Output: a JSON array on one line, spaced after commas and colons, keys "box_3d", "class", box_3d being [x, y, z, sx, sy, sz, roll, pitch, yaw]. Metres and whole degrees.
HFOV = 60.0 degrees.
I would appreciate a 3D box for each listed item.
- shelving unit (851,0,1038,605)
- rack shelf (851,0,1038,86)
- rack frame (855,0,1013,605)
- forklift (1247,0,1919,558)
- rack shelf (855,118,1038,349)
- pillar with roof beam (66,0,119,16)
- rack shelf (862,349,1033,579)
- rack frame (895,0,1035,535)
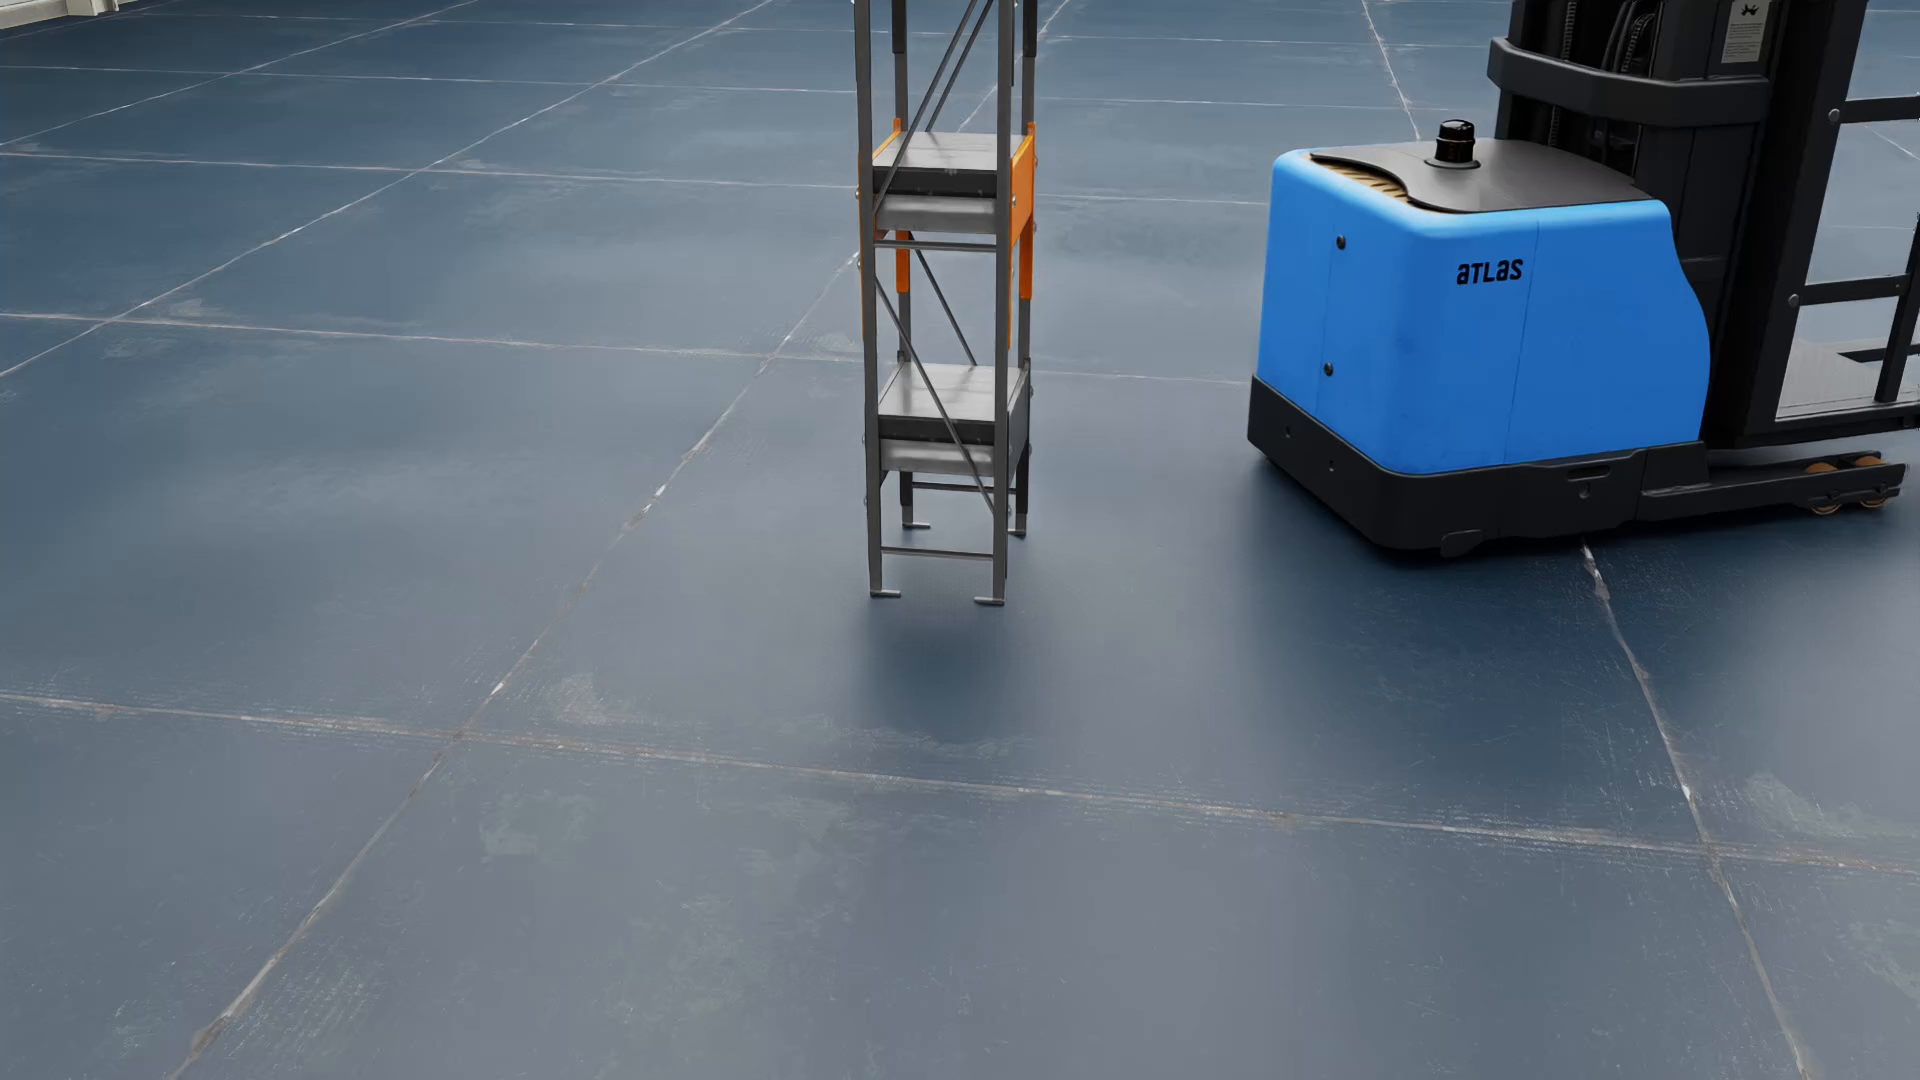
[{"box_3d": [-0.027, -0.882, 4.657, 0.431, 2.100, 0.503, 4, 25, 9], "class": "shelving unit"}, {"box_3d": [-0.027, -1.503, 4.366, 0.431, 0.518, 0.480, 4, 25, 9], "class": "rack shelf"}, {"box_3d": [-0.067, -0.780, 4.439, 0.400, 2.100, 0.015, 4, 25, 9], "class": "rack frame"}, {"box_3d": [2.584, -1.617, 5.246, 3.031, 2.935, 1.130, -7, 26, -15], "class": "forklift"}, {"box_3d": [-0.027, -0.869, 4.663, 0.431, 0.518, 0.480, 4, 25, 9], "class": "rack shelf"}, {"box_3d": [-4.248, -8.944, 13.743, 9.100, 9.000, 0.400, 4, 25, 9], "class": "pillar with roof beam"}, {"box_3d": [-0.027, -0.235, 4.959, 0.431, 0.518, 0.480, 4, 25, 9], "class": "rack shelf"}, {"box_3d": [0.013, -0.984, 4.875, 0.400, 2.100, 0.015, 4, 25, 9], "class": "rack frame"}]
